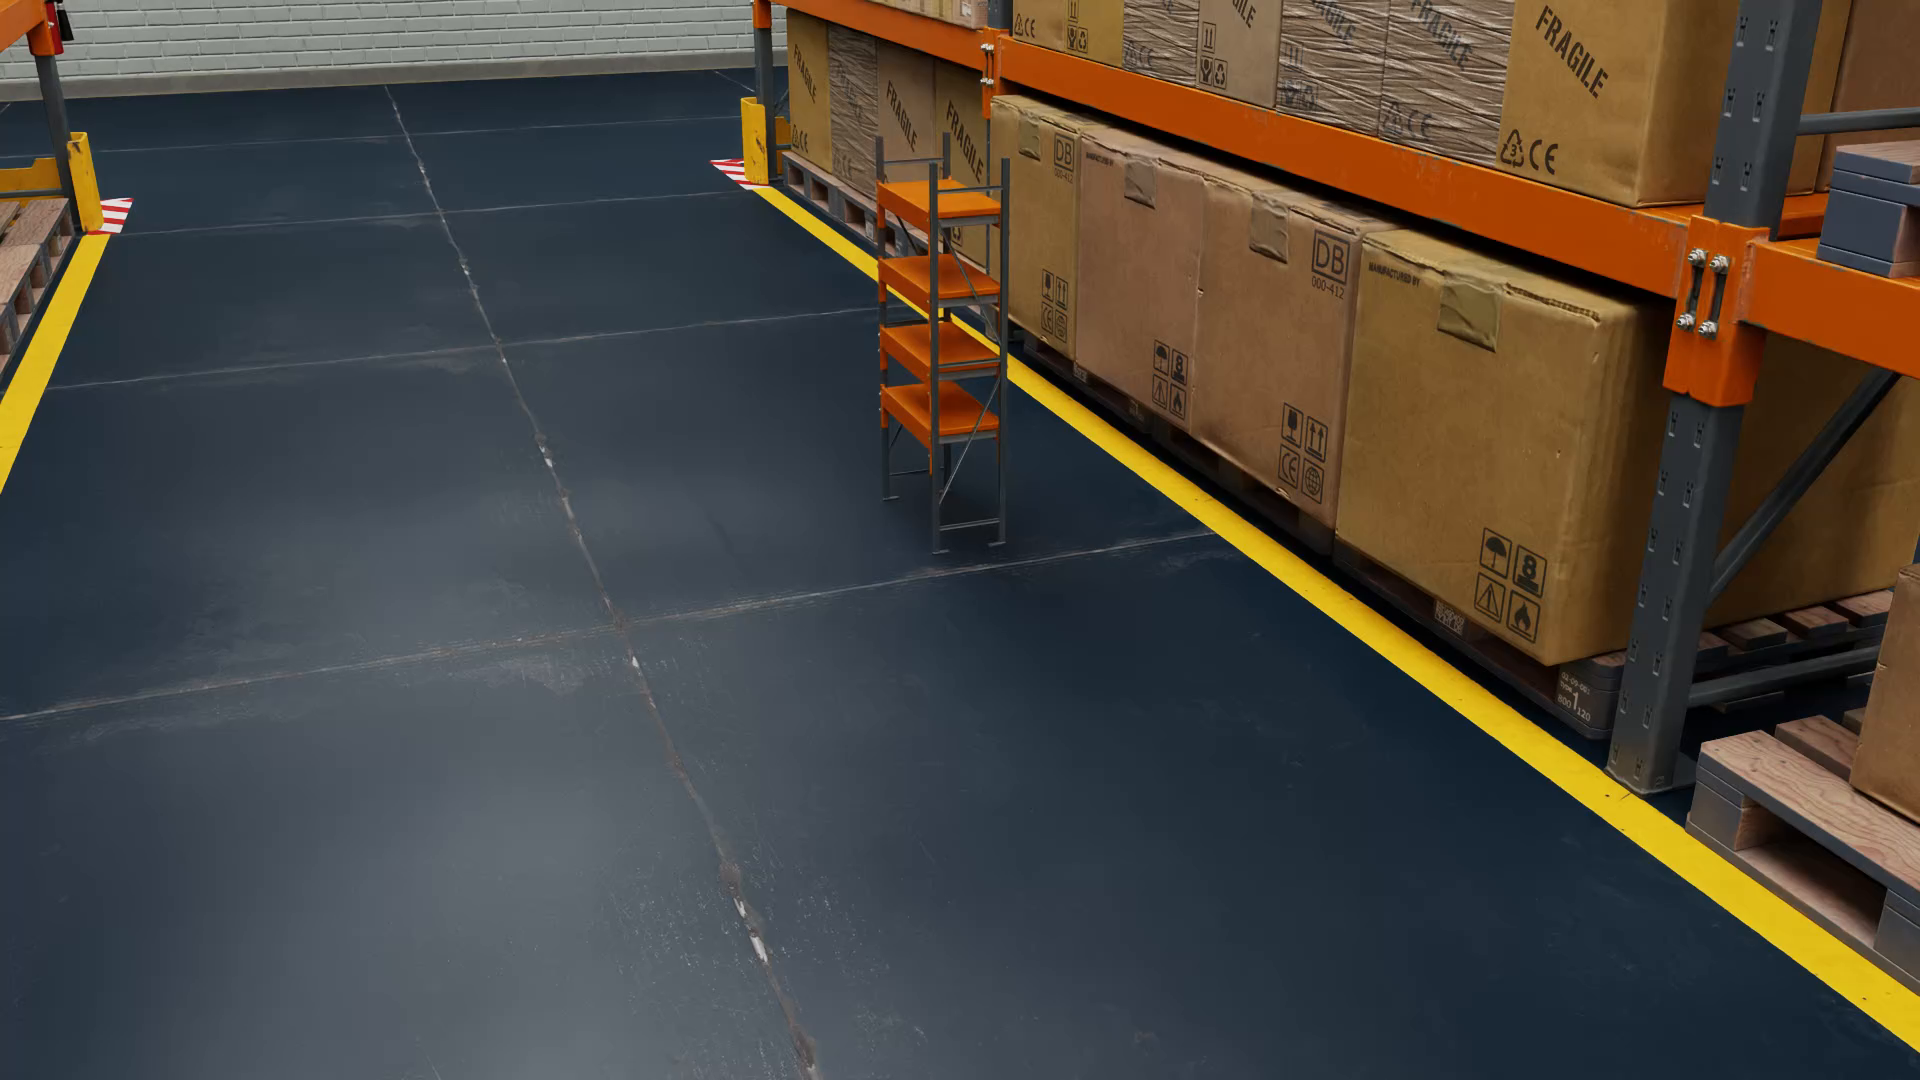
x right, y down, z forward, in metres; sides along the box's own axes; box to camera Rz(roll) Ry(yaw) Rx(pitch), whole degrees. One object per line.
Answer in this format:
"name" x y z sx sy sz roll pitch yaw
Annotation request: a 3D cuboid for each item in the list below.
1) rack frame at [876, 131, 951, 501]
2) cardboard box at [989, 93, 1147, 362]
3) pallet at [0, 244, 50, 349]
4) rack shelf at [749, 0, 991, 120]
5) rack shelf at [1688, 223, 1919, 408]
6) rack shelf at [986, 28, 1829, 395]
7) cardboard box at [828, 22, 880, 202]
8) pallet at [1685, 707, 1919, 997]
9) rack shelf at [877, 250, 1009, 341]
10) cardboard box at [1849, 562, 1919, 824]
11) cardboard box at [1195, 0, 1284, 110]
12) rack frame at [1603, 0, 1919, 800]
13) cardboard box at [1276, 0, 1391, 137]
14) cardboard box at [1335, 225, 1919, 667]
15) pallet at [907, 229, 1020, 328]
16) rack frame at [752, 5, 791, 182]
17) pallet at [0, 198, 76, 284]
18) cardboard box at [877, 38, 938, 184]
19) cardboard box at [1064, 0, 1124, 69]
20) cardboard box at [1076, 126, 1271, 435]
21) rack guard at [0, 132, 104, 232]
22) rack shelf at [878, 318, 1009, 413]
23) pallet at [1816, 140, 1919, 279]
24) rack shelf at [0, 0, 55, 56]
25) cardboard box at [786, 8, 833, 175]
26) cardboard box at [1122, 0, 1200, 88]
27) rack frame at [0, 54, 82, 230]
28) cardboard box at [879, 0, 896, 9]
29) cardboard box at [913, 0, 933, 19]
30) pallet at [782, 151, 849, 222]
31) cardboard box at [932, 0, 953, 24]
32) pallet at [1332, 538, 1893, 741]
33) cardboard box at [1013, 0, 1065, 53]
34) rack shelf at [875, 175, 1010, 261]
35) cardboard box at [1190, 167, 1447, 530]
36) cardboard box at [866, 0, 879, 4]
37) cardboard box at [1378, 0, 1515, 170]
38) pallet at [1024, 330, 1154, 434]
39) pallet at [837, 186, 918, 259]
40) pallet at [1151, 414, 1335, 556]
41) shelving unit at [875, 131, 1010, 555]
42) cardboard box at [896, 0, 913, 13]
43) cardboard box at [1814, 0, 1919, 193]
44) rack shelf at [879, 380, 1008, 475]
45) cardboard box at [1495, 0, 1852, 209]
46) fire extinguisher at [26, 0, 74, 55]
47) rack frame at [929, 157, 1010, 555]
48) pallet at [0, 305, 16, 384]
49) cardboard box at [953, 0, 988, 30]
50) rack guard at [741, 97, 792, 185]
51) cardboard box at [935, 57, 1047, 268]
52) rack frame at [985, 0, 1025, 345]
"rack frame" -0.145 -0.702 5.370 0.240 1.200 0.015 -8 24 -19
"cardboard box" 0.846 -1.313 6.699 1.225 0.875 0.875 -8 24 -19
"pallet" -4.763 -1.070 7.517 1.003 0.211 1.213 -8 24 -19
"rack shelf" -0.105 -2.724 8.777 1.077 0.370 4.000 -8 24 -19
"rack shelf" 2.721 0.183 1.880 1.077 0.370 4.000 -8 24 -19
"rack shelf" 1.308 -1.270 5.328 1.077 0.370 4.000 -8 24 -19
"cardboard box" -0.190 -2.444 9.382 0.875 0.875 0.875 -8 24 -19
"pallet" 2.289 0.694 3.332 1.003 0.211 1.213 -8 24 -19
"rack shelf" -0.058 -0.757 5.099 0.258 0.148 0.480 -8 24 -19
"cardboard box" 2.270 0.315 3.294 0.700 0.500 0.500 -10 25 -22
"cardboard box" 1.072 -1.622 5.107 0.500 0.500 0.500 -8 24 -18
"rack frame" 2.014 -0.875 3.465 1.000 3.000 0.127 -8 24 -19
"cardboard box" 1.251 -1.437 4.668 0.500 0.500 0.500 -9 25 -21
"cardboard box" 1.790 -0.343 4.397 1.225 0.875 0.875 -10 25 -21
"pallet" 0.406 -1.331 8.135 1.003 0.211 1.213 -8 24 -19
"rack frame" -0.812 -3.782 10.361 1.000 3.000 0.127 -8 24 -19
"pallet" -5.191 -1.513 8.567 1.003 0.211 1.213 -8 24 -19
"cardboard box" 0.125 -2.121 8.615 0.875 0.875 0.875 -8 24 -19
"cardboard box" 0.708 -1.991 5.982 0.500 0.500 0.500 -8 24 -19
"cardboard box" 1.162 -0.989 5.929 1.225 0.875 0.875 -9 25 -21
"rack guard" -5.466 -1.958 9.251 1.175 0.500 0.348 -8 24 -19
"rack shelf" -0.058 -0.551 5.186 0.258 0.148 0.480 -8 24 -19
"pallet" 2.366 -0.543 2.922 1.213 0.211 1.003 -8 24 -19
"rack shelf" -4.739 -2.044 7.164 1.077 0.370 4.000 -8 24 -19
"cardboard box" -0.511 -2.775 10.167 0.875 0.875 0.875 -8 24 -19
"cardboard box" 0.885 -1.809 5.551 0.500 0.500 0.500 -9 24 -20
"rack frame" -5.446 -3.102 8.749 1.000 3.000 0.127 -8 24 -19
"cardboard box" -0.177 -2.653 8.005 0.380 0.149 0.250 -8 24 -18
"cardboard box" 0.005 -2.466 7.561 0.380 0.149 0.250 -9 24 -20
"pallet" -0.456 -2.217 10.239 1.003 0.211 1.213 -8 24 -19
"cardboard box" 0.096 -2.372 7.340 0.380 0.149 0.250 -8 24 -18
"pallet" 1.806 0.113 4.710 1.003 0.211 1.213 -8 24 -19
"cardboard box" 0.530 -2.173 6.416 0.500 0.500 0.500 -8 24 -19
"rack shelf" -0.058 -0.975 5.007 0.258 0.148 0.480 -8 24 -19
"cardboard box" 1.482 -0.668 5.168 1.225 0.875 0.875 -8 24 -19
"cardboard box" -0.267 -2.746 8.226 0.380 0.149 0.250 -9 24 -20
"cardboard box" 1.437 -1.249 4.222 0.500 0.500 0.500 -9 24 -19
"pallet" 0.944 -0.774 6.814 1.003 0.211 1.213 -8 24 -19
"pallet" -0.029 -1.775 9.189 1.003 0.211 1.213 -8 24 -19
"pallet" 1.379 -0.330 5.760 1.003 0.211 1.213 -8 24 -19
"shelving unit" -0.058 -0.613 5.160 0.258 1.200 0.503 -8 24 -19
"cardboard box" -0.086 -2.559 7.783 0.380 0.149 0.250 -8 24 -18
"cardboard box" 2.097 -1.135 3.953 0.500 0.500 0.500 -8 24 -17
"rack shelf" -0.058 -0.368 5.263 0.258 0.148 0.480 -8 24 -19
"cardboard box" 1.608 -1.067 3.790 0.500 0.500 0.500 -8 24 -17
"fire extinguisher" -5.074 -3.012 9.114 0.296 0.674 0.183 -8 24 -19
"rack frame" 0.028 -0.524 4.949 0.240 1.200 0.015 -8 24 -19
"pallet" -4.329 -0.626 6.463 1.003 0.211 1.213 -8 24 -19
"cardboard box" 0.187 -2.279 7.118 0.380 0.149 0.250 -8 24 -19
"rack guard" -0.820 -2.639 10.867 1.175 0.500 0.348 -8 24 -19
"cardboard box" 0.443 -1.794 7.839 0.875 0.875 0.875 -8 24 -19
"rack frame" 0.601 -2.329 6.913 1.000 3.000 0.127 -8 24 -19
